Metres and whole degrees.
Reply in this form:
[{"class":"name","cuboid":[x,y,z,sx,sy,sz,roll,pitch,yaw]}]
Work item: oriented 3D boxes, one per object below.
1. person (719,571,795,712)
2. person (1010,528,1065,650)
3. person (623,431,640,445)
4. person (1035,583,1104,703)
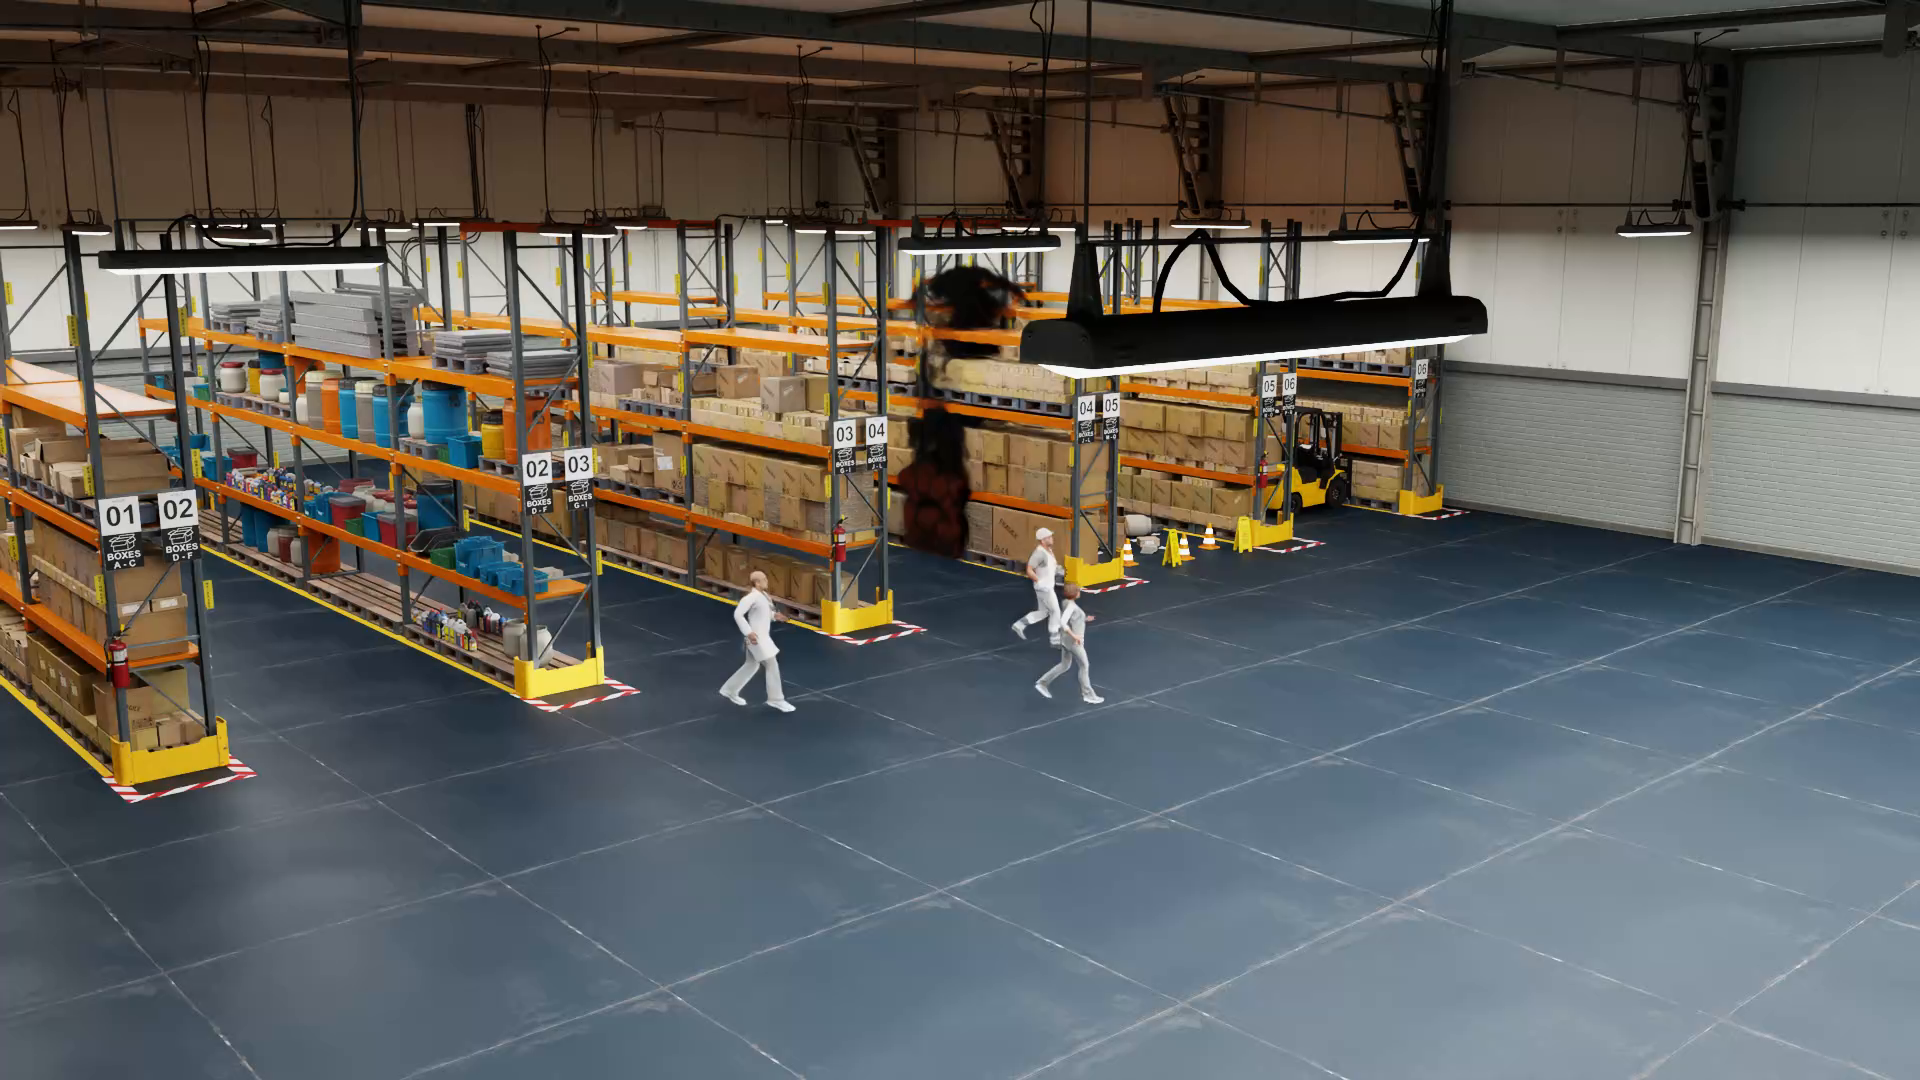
[{"class":"person","cuboid":[-2.587,1.276,21.044,0.967,1.809,0.703,-1,11,-5]},{"class":"person","cuboid":[1.169,0.696,23.945,0.877,1.787,0.643,1,11,7]},{"class":"person","cuboid":[-8.104,-2.736,41.256,0.616,1.606,0.584,1,11,3]},{"class":"person","cuboid":[1.413,1.317,21.212,0.893,1.585,0.537,-3,12,-13]}]
